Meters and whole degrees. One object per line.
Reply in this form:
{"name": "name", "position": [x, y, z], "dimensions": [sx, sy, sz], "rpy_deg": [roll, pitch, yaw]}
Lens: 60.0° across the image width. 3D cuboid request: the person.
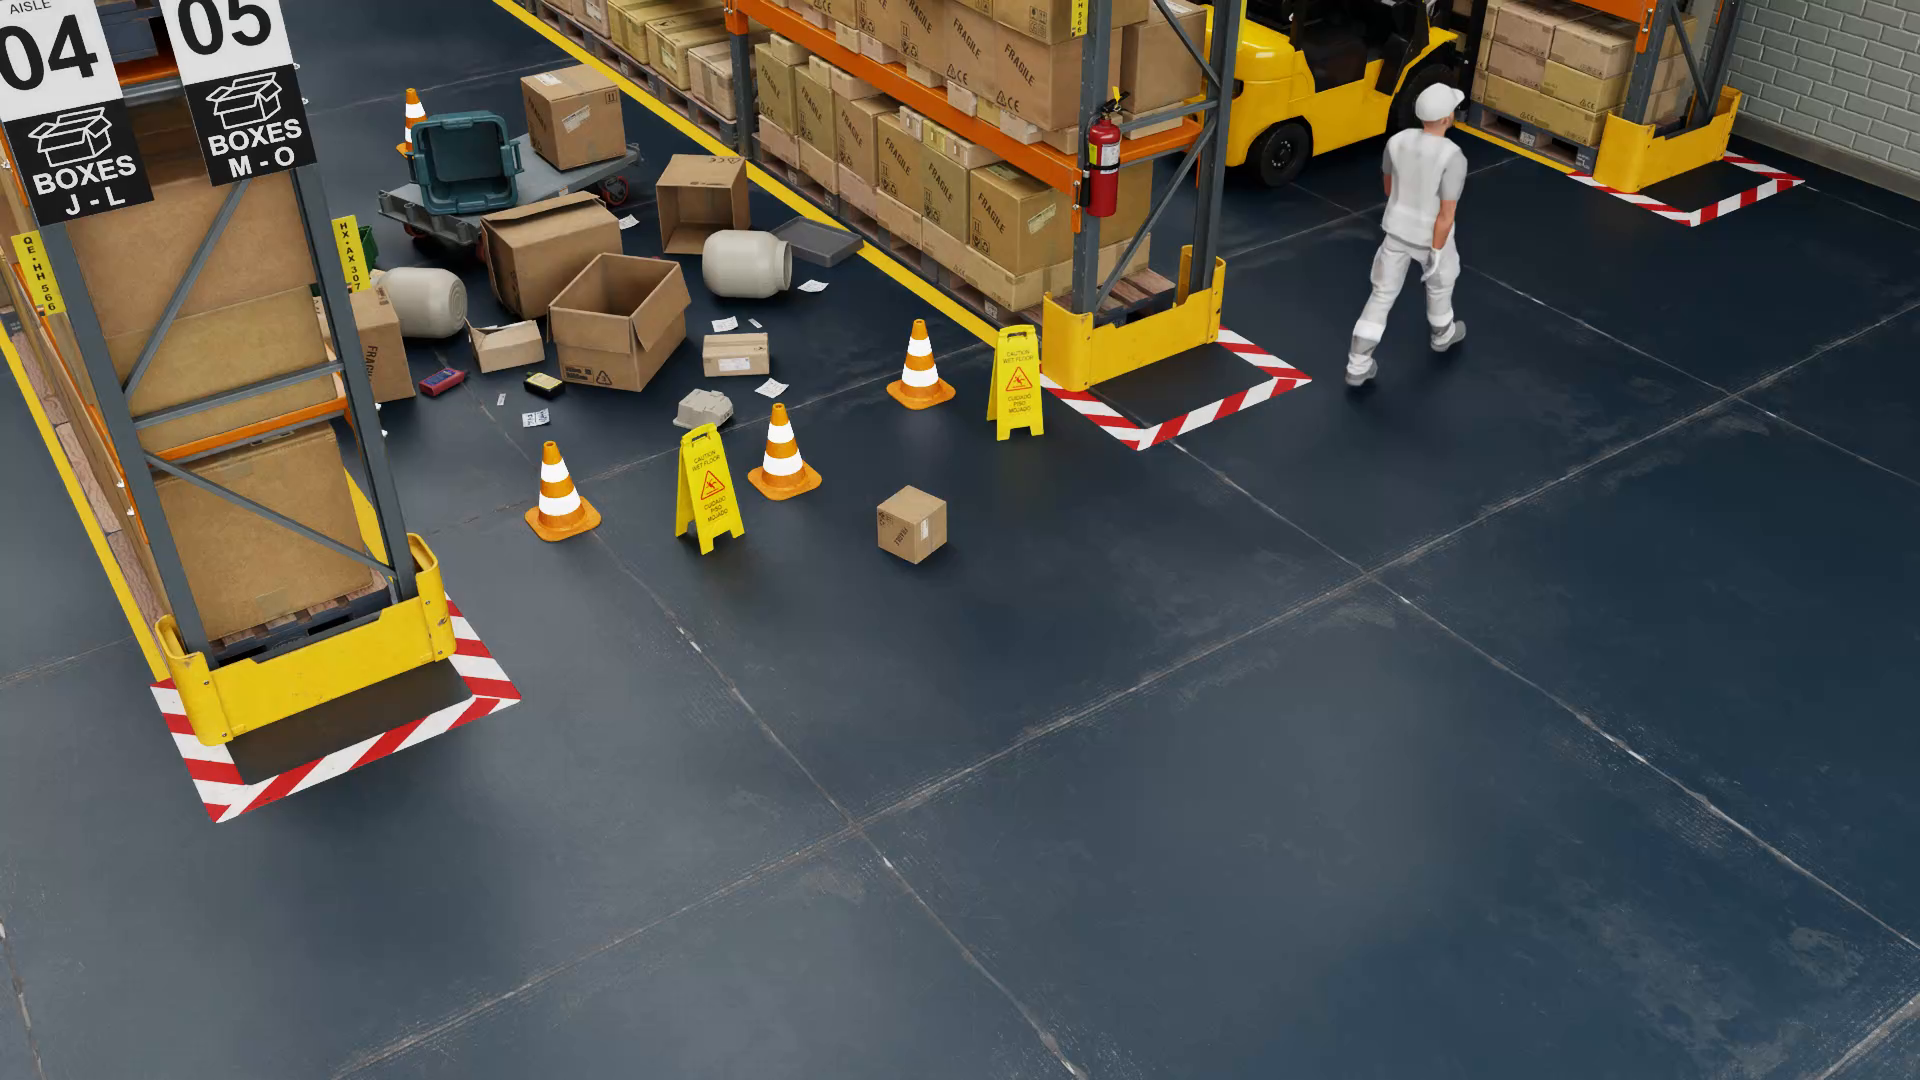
{"name": "person", "position": [2.622, -1.777, 9.416], "dimensions": [0.536, 1.733, 1.056], "rpy_deg": [28, 44, 33]}
